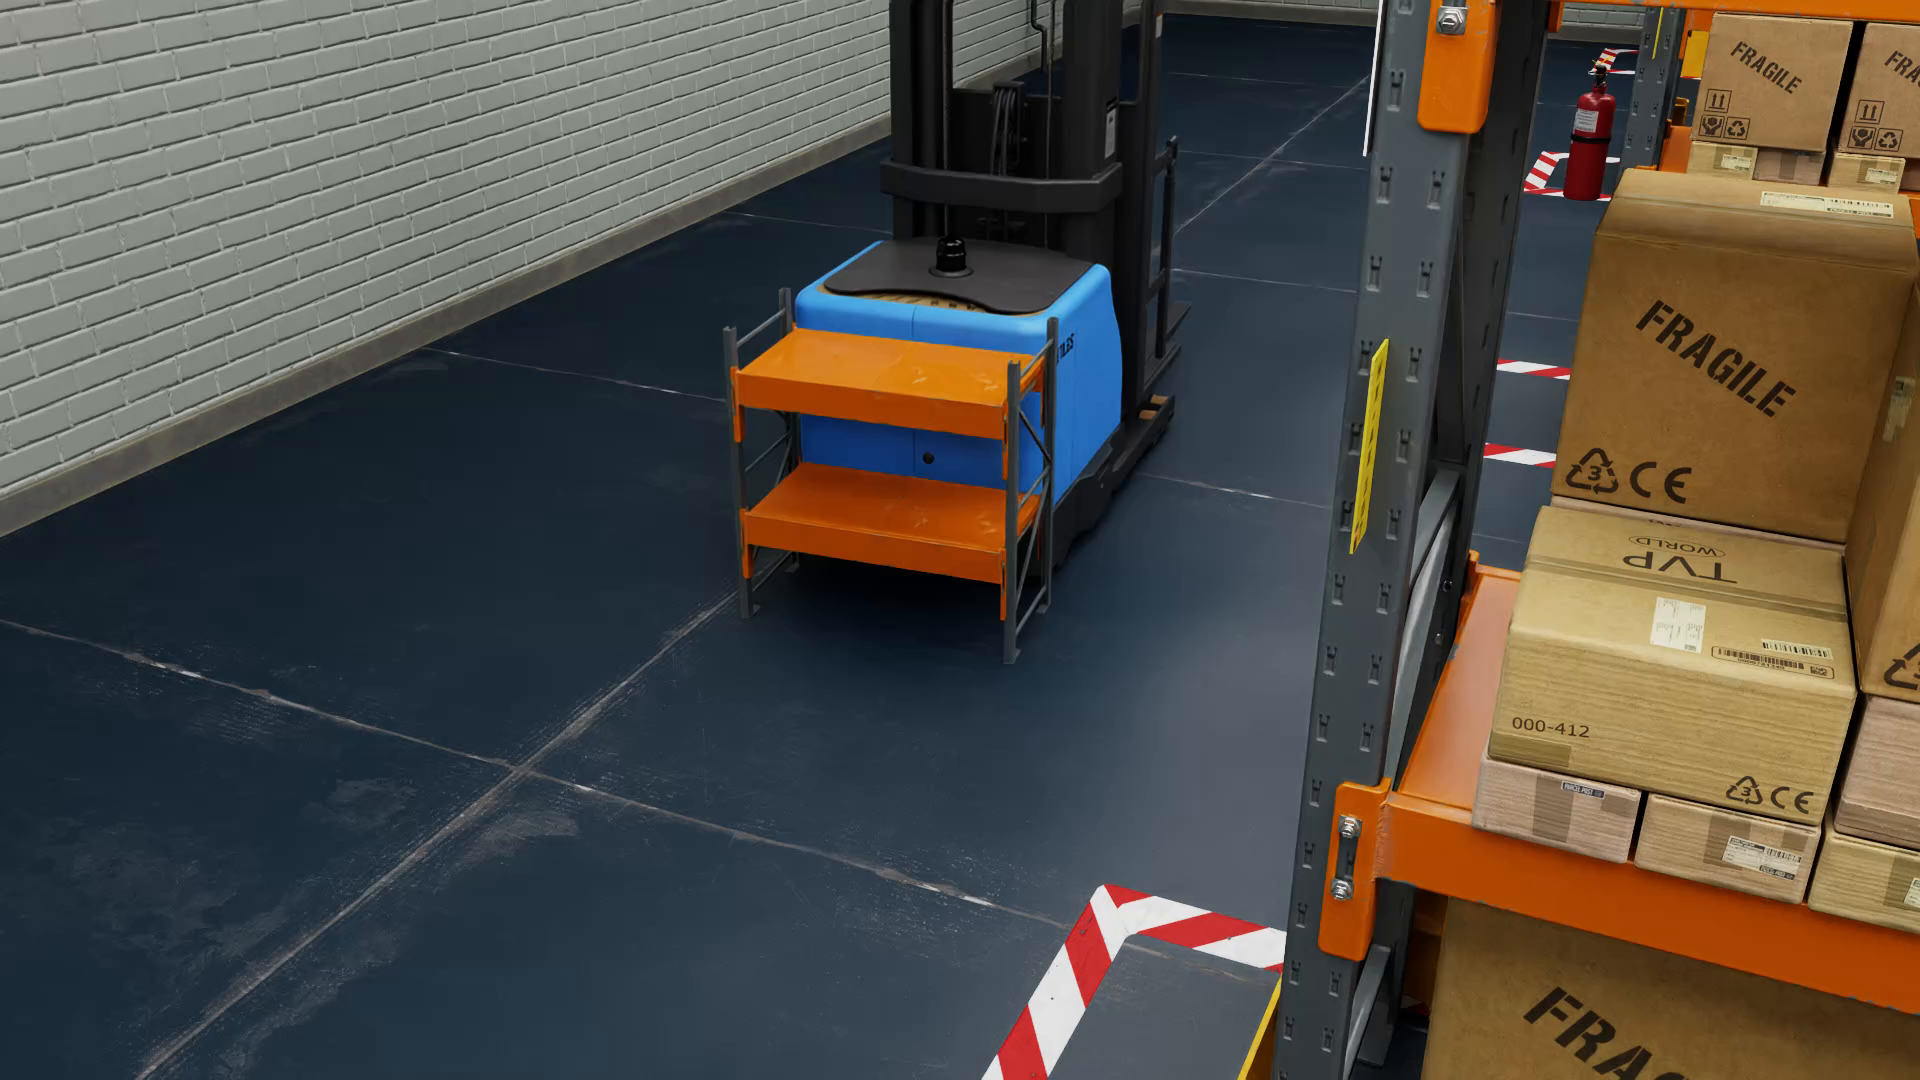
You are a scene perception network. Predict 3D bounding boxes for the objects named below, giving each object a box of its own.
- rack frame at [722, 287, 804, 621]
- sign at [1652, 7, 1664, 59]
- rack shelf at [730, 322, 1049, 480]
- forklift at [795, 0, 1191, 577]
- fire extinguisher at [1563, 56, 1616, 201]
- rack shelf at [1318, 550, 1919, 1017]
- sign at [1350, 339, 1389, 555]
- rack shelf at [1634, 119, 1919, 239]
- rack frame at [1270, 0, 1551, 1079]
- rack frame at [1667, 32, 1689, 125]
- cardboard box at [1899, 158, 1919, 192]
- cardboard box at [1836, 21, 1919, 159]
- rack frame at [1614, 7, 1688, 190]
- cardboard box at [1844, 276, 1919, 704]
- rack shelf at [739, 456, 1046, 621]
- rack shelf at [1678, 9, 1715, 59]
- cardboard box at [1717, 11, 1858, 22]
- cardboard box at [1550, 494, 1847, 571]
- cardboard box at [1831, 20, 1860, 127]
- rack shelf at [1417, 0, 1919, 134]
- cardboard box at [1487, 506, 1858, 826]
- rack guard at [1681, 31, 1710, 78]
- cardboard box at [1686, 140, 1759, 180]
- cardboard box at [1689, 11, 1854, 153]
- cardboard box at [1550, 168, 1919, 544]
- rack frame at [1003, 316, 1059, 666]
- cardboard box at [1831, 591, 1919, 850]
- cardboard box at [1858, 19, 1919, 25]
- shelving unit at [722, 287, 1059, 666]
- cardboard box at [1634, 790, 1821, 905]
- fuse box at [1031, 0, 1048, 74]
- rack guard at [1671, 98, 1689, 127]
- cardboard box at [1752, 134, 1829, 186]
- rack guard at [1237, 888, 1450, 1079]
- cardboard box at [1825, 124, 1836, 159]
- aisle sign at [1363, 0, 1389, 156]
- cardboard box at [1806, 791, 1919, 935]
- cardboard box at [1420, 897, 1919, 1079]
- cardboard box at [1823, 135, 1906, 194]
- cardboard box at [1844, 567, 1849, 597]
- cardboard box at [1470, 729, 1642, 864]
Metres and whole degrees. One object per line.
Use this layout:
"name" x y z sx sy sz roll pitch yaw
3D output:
"rack frame" -0.714 -0.313 6.112 0.032 1.125 0.500 9 28 17
"sign" 2.789 -2.086 6.611 0.005 0.325 0.100 11 28 22
"rack shelf" -0.233 -0.503 5.835 1.000 0.278 0.538 9 28 17
"forklift" 0.365 -1.803 7.095 1.130 2.935 3.031 10 28 19
"fire extinguisher" 2.975 -1.946 7.816 0.183 0.674 0.296 11 28 22
"rack shelf" 2.689 0.748 2.649 4.000 0.370 1.077 11 28 22
"sign" 0.633 -0.142 2.573 0.005 0.325 0.100 11 28 22
"rack shelf" 4.834 -1.228 6.662 4.000 0.370 1.077 11 28 22
"rack frame" 0.868 0.060 3.233 0.127 3.000 1.000 11 28 22
"rack frame" 4.970 -3.925 11.326 0.127 3.000 1.000 11 28 22
"cardboard box" 3.937 -1.519 6.725 0.250 0.149 0.380 13 29 24
"cardboard box" 3.805 -1.814 6.588 0.500 0.500 0.500 11 28 22
"rack frame" 3.013 -1.916 7.246 0.127 3.000 1.000 11 28 22
"cardboard box" 1.648 -0.055 2.450 0.500 0.500 0.500 11 28 21
"rack shelf" -0.233 -0.021 6.072 1.000 0.278 0.538 9 28 17
"rack shelf" 6.791 -3.236 10.742 4.000 0.370 1.077 11 28 22
"cardboard box" 3.312 -2.354 6.554 0.500 0.500 0.500 11 28 21
"cardboard box" 1.419 -0.024 3.237 0.500 0.250 0.500 11 28 21
"cardboard box" 3.995 -2.019 7.006 0.500 0.500 0.500 11 28 21
"rack shelf" 2.689 -0.597 1.986 4.000 0.370 1.077 11 28 22
"cardboard box" 1.193 0.190 2.801 0.500 0.250 0.500 11 28 20
"rack guard" 7.091 -4.786 15.905 0.348 0.500 1.175 11 28 22
"cardboard box" 3.172 -1.612 6.913 0.250 0.149 0.380 11 28 21
"cardboard box" 3.307 -1.901 6.766 0.500 0.500 0.500 13 29 24
"cardboard box" 1.420 -0.359 3.068 0.500 0.500 0.500 12 29 22
"rack frame" 0.248 -0.167 5.816 0.032 1.125 0.500 9 28 17
"cardboard box" 1.669 0.282 2.614 0.500 0.250 0.500 11 28 21
"cardboard box" 3.774 -2.264 6.371 0.500 0.500 0.500 12 29 23
"shelving unit" -0.233 -0.240 5.964 1.048 1.125 0.538 9 28 17
"cardboard box" 1.289 0.416 2.793 0.250 0.149 0.380 11 28 21
"fuse box" 0.830 -5.186 15.347 0.414 1.711 0.539 11 28 22
"rack guard" 4.948 -2.808 11.887 0.348 0.500 1.175 11 28 22
"cardboard box" 3.421 -1.582 6.853 0.250 0.149 0.380 12 29 24
"rack guard" 0.846 1.177 3.794 0.348 0.500 1.175 11 28 22
"cardboard box" 3.872 -1.757 7.207 0.250 0.149 0.380 11 28 21
"aisle sign" 0.678 -0.999 2.440 0.004 0.787 0.394 11 28 22
"cardboard box" 1.522 0.463 2.698 0.250 0.149 0.380 11 28 21
"cardboard box" 1.484 0.909 3.437 0.875 0.875 0.875 11 28 22
"cardboard box" 3.644 -1.512 6.709 0.250 0.149 0.380 11 28 20
"cardboard box" 1.880 0.069 3.048 0.500 0.250 0.500 11 28 21
"cardboard box" 1.054 0.370 2.887 0.250 0.149 0.380 12 29 22
